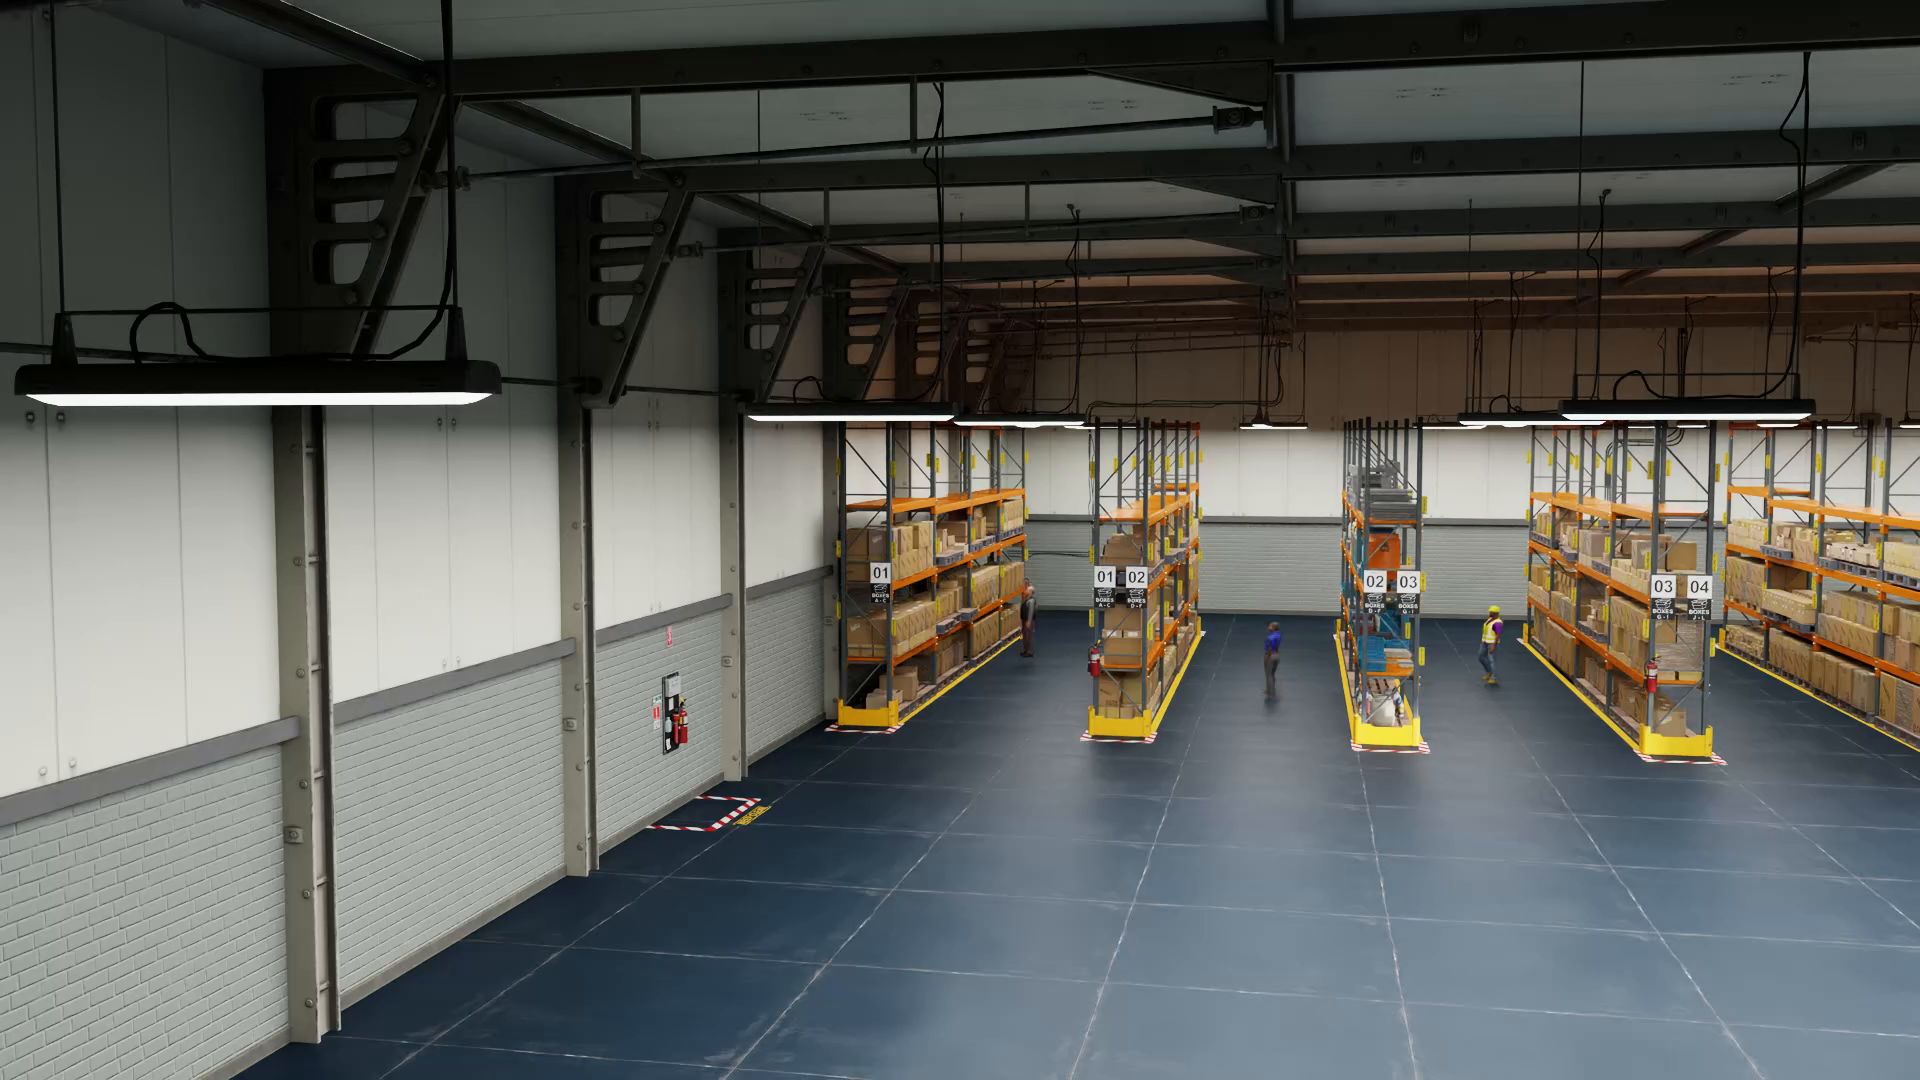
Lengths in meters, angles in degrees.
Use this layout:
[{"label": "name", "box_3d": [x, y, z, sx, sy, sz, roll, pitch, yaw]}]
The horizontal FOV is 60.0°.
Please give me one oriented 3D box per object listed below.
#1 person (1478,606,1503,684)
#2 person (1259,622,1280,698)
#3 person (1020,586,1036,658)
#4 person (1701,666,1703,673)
[{"label": "person", "box_3d": [12.122, 2.376, 37.980, 0.442, 1.768, 0.675, -1, 4, -16]}, {"label": "person", "box_3d": [6.653, 2.575, 35.985, 0.457, 1.655, 0.566, -4, 5, -45]}, {"label": "person", "box_3d": [1.665, 1.997, 40.723, 0.401, 1.720, 0.574, -1, 4, -16]}, {"label": "person", "box_3d": [17.423, 2.291, 39.496, 0.413, 1.823, 0.590, -2, 4, -23]}]
